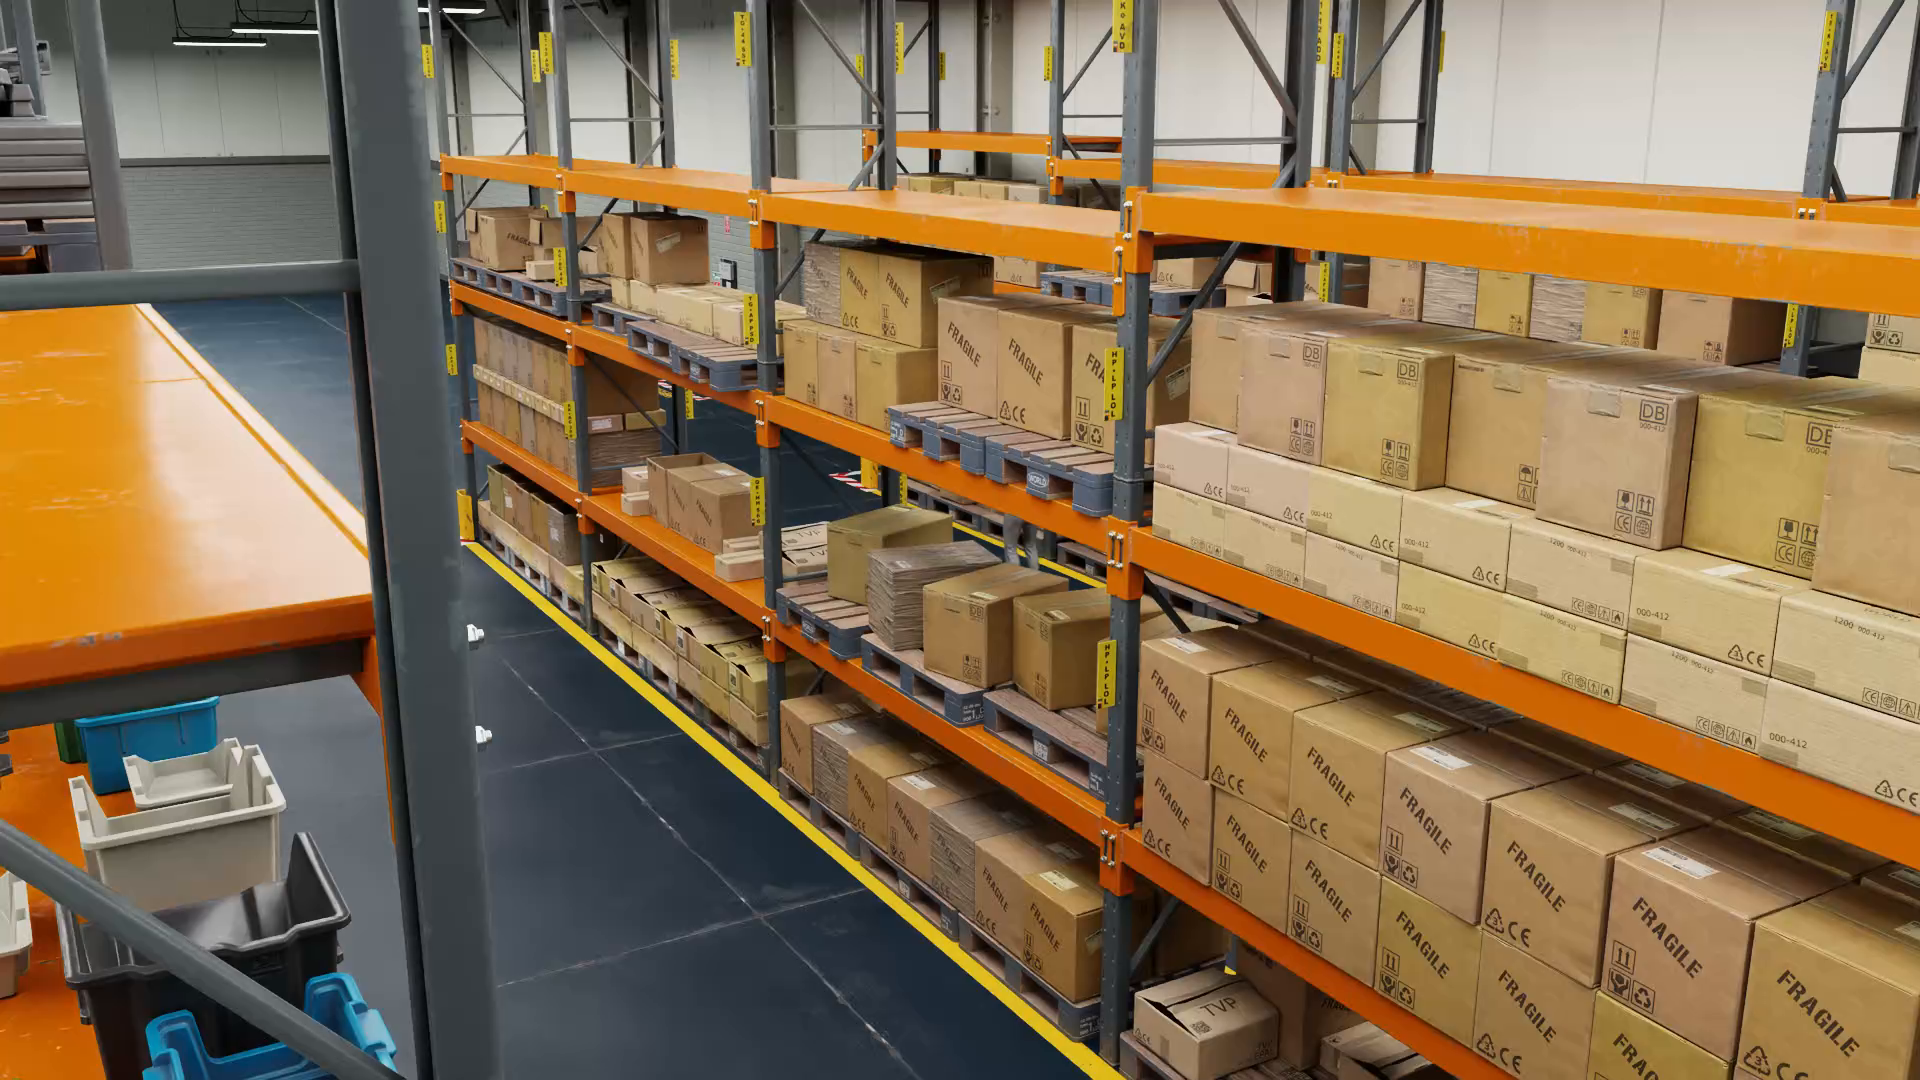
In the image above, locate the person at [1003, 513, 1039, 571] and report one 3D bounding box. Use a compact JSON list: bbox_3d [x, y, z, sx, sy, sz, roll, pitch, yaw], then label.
[{"bbox_3d":[0.543,-0.299,16.099,0.434,1.691,0.515,-9,17,-31],"label":"person"}]
